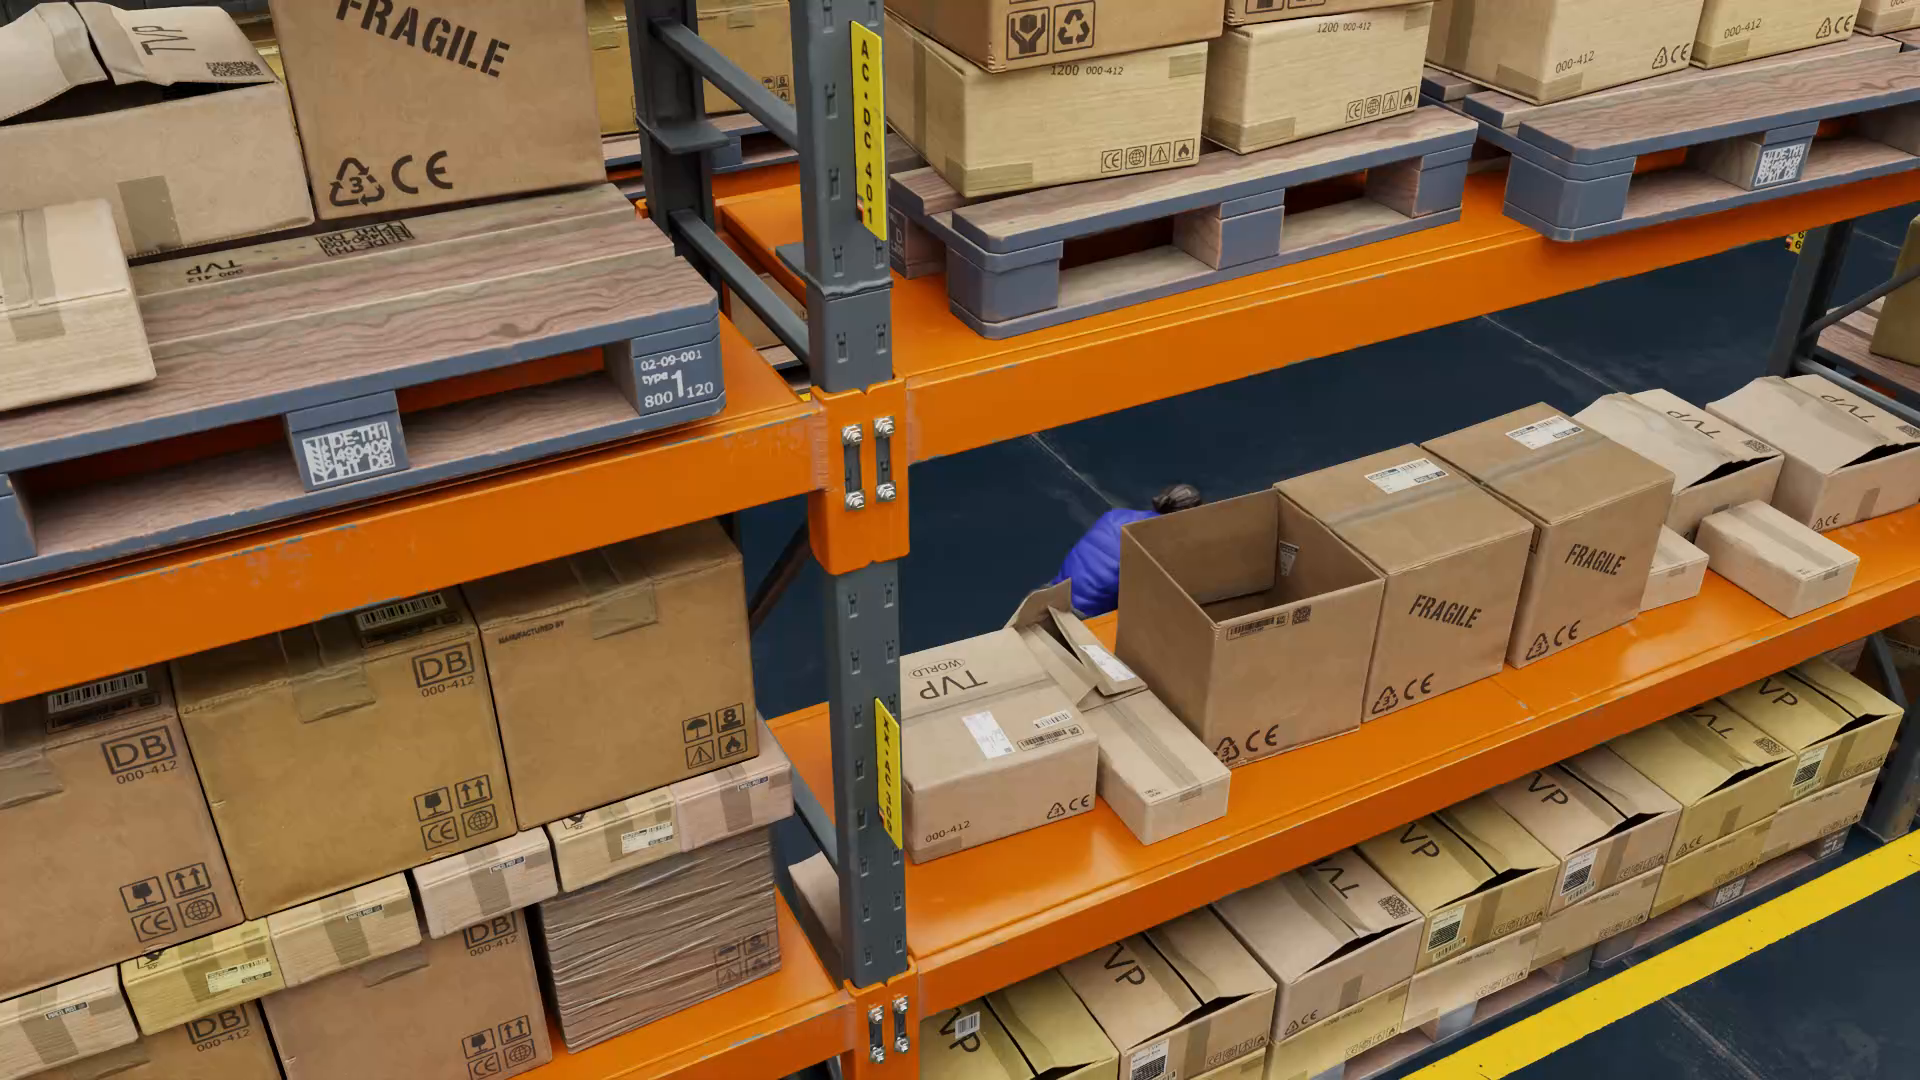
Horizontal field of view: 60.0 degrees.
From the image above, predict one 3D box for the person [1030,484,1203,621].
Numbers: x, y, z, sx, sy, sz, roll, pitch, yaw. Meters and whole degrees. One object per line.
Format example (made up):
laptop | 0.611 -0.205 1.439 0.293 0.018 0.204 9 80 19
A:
person | 0.617 0.254 6.494 0.816 0.859 0.482 -16 36 -22
